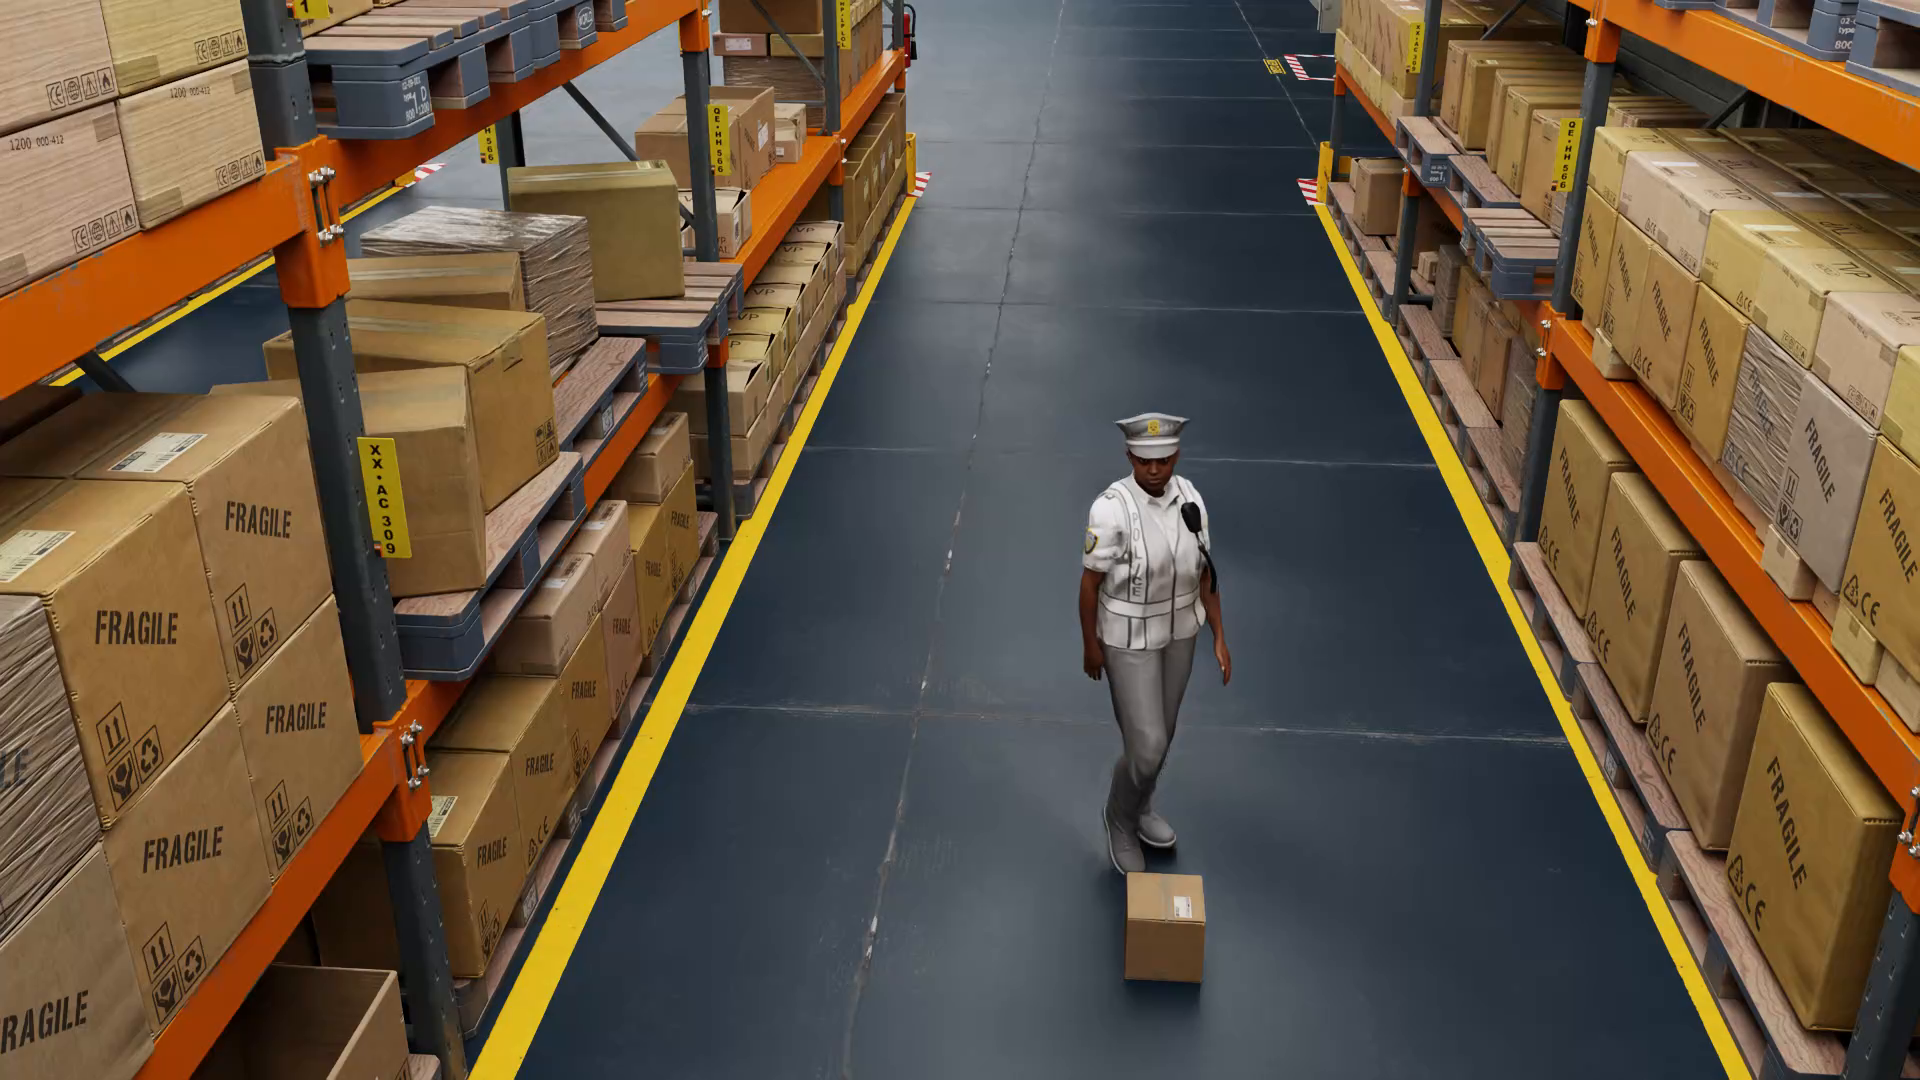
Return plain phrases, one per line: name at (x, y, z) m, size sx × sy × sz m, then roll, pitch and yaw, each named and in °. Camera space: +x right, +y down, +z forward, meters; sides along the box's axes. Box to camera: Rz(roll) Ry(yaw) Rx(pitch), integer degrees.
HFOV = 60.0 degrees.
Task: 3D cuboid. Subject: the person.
person at (0.683, 0.378, 5.762) m, size 0.457 × 1.727 × 0.451 m, roll -15°, pitch 29°, yaw -30°
